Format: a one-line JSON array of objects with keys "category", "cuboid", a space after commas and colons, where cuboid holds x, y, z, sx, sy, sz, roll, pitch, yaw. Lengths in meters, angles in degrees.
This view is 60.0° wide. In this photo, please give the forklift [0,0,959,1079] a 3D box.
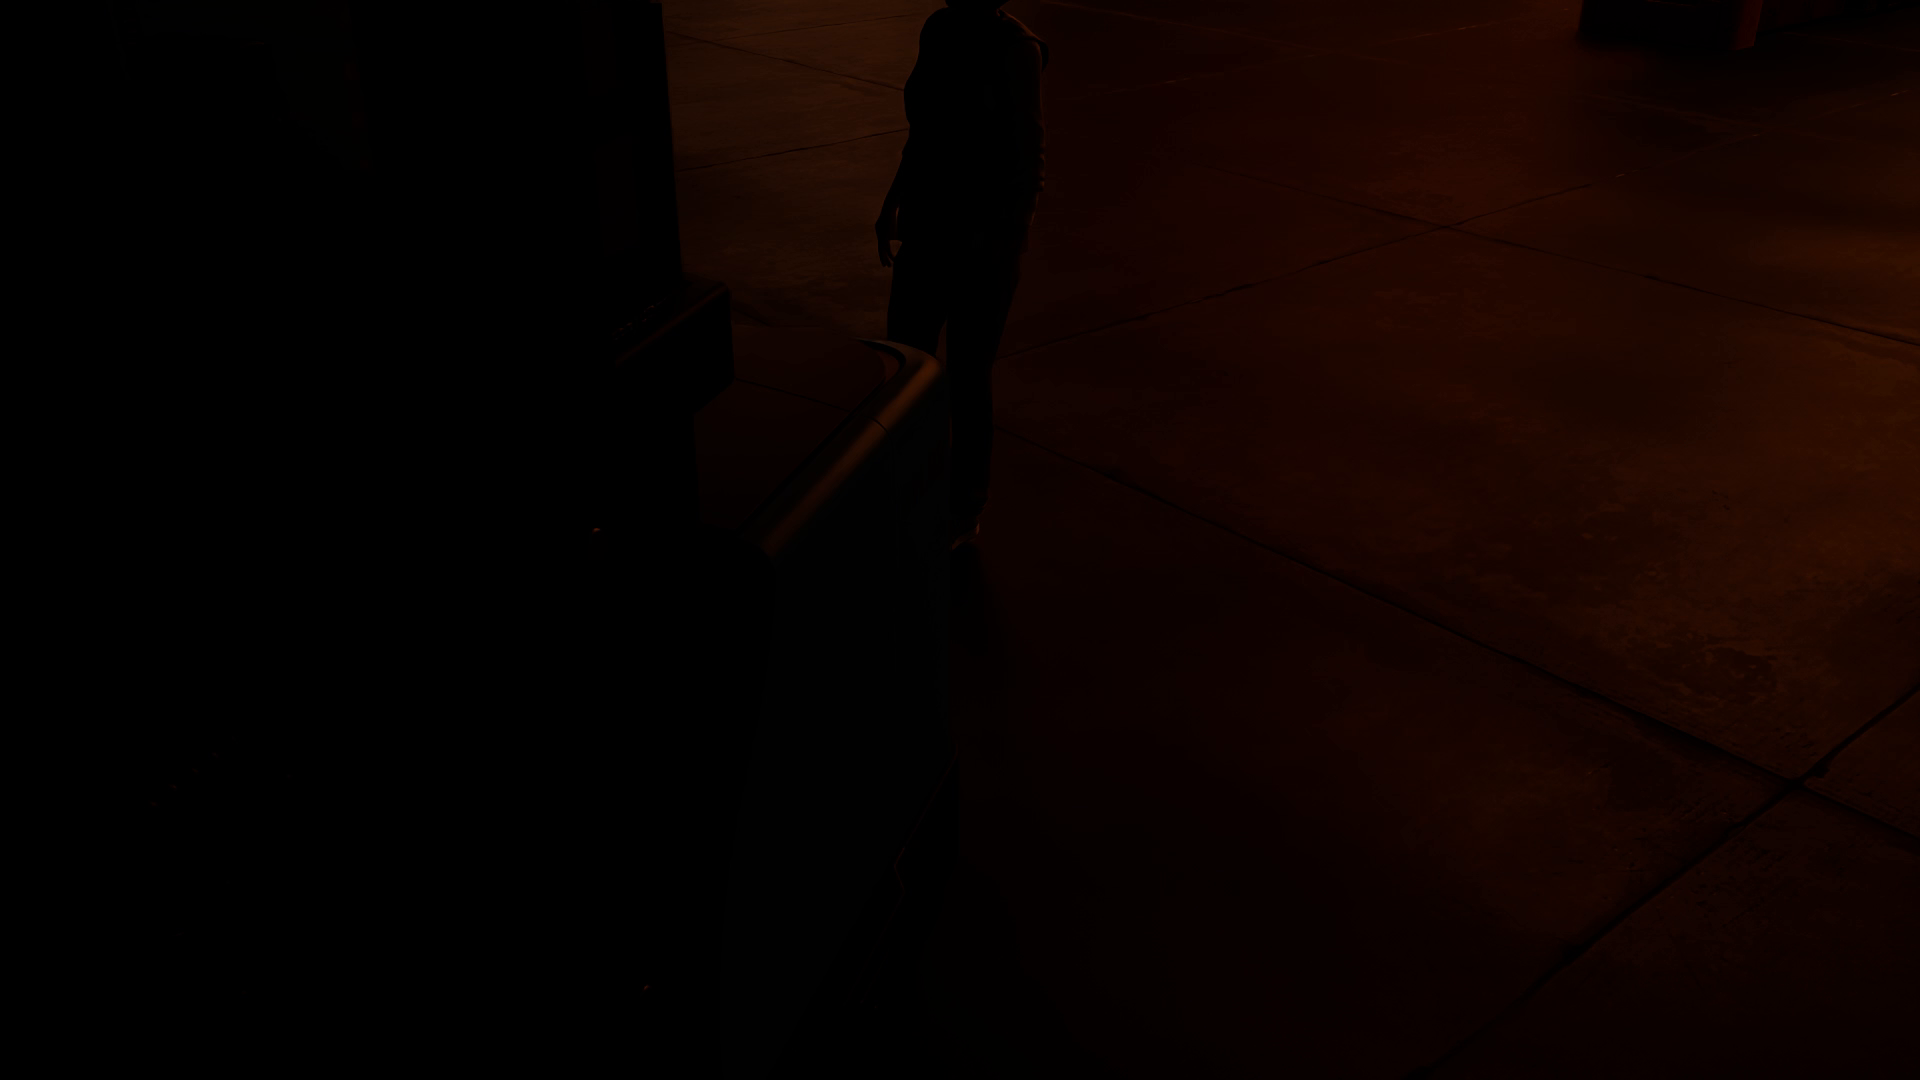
[{"category": "forklift", "cuboid": [-0.929, -0.112, 1.428, 1.130, 2.935, 3.031, 8, 27, 16]}]

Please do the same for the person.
[{"category": "person", "cuboid": [-0.066, -0.706, 4.110, 0.474, 1.598, 0.519, -20, 33, -35]}]
